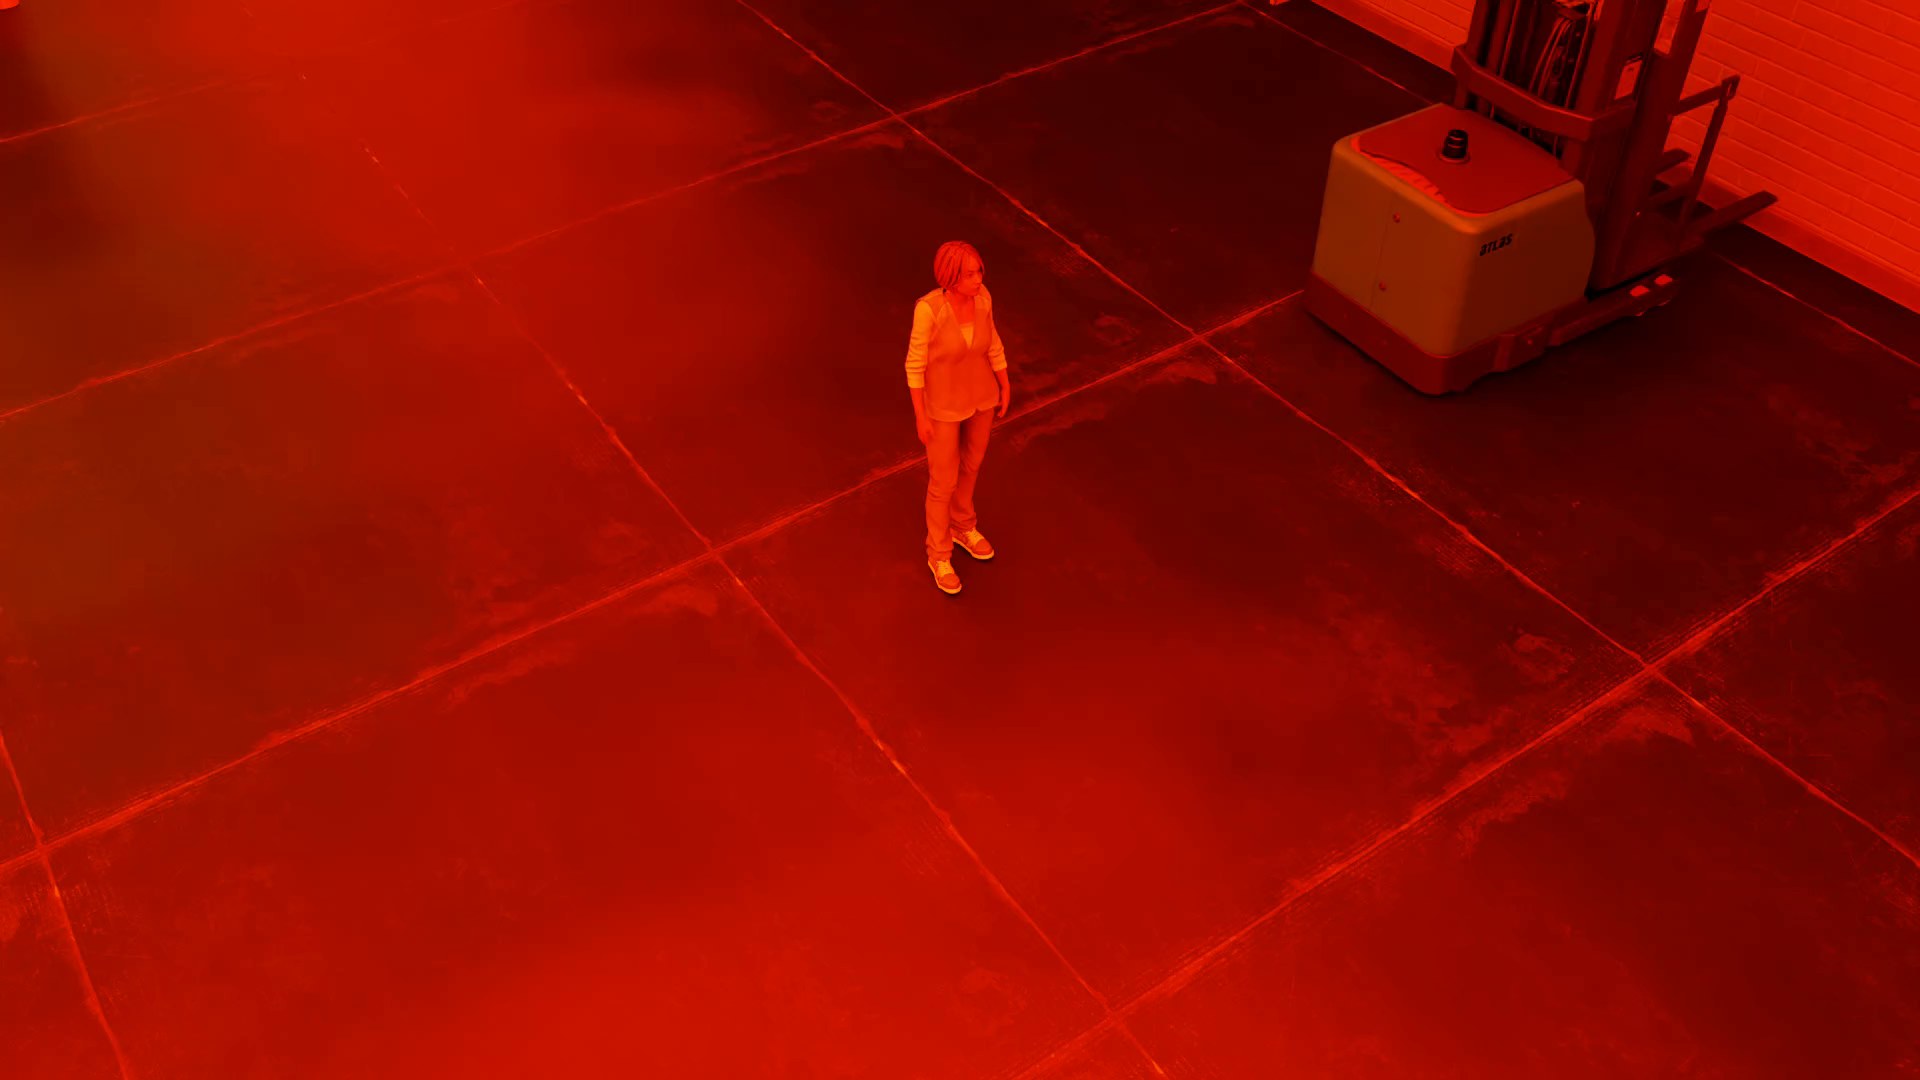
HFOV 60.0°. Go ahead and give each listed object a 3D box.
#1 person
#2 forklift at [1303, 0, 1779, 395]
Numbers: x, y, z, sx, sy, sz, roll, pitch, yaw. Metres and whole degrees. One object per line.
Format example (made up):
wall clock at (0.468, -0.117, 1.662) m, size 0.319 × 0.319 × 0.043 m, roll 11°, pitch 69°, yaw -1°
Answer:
person at (0.031, -0.545, 7.282) m, size 0.521 × 1.599 × 0.473 m, roll -25°, pitch 48°, yaw -25°
forklift at (3.412, -2.598, 8.535) m, size 3.031 × 2.935 × 1.130 m, roll -23°, pitch 48°, yaw -23°
